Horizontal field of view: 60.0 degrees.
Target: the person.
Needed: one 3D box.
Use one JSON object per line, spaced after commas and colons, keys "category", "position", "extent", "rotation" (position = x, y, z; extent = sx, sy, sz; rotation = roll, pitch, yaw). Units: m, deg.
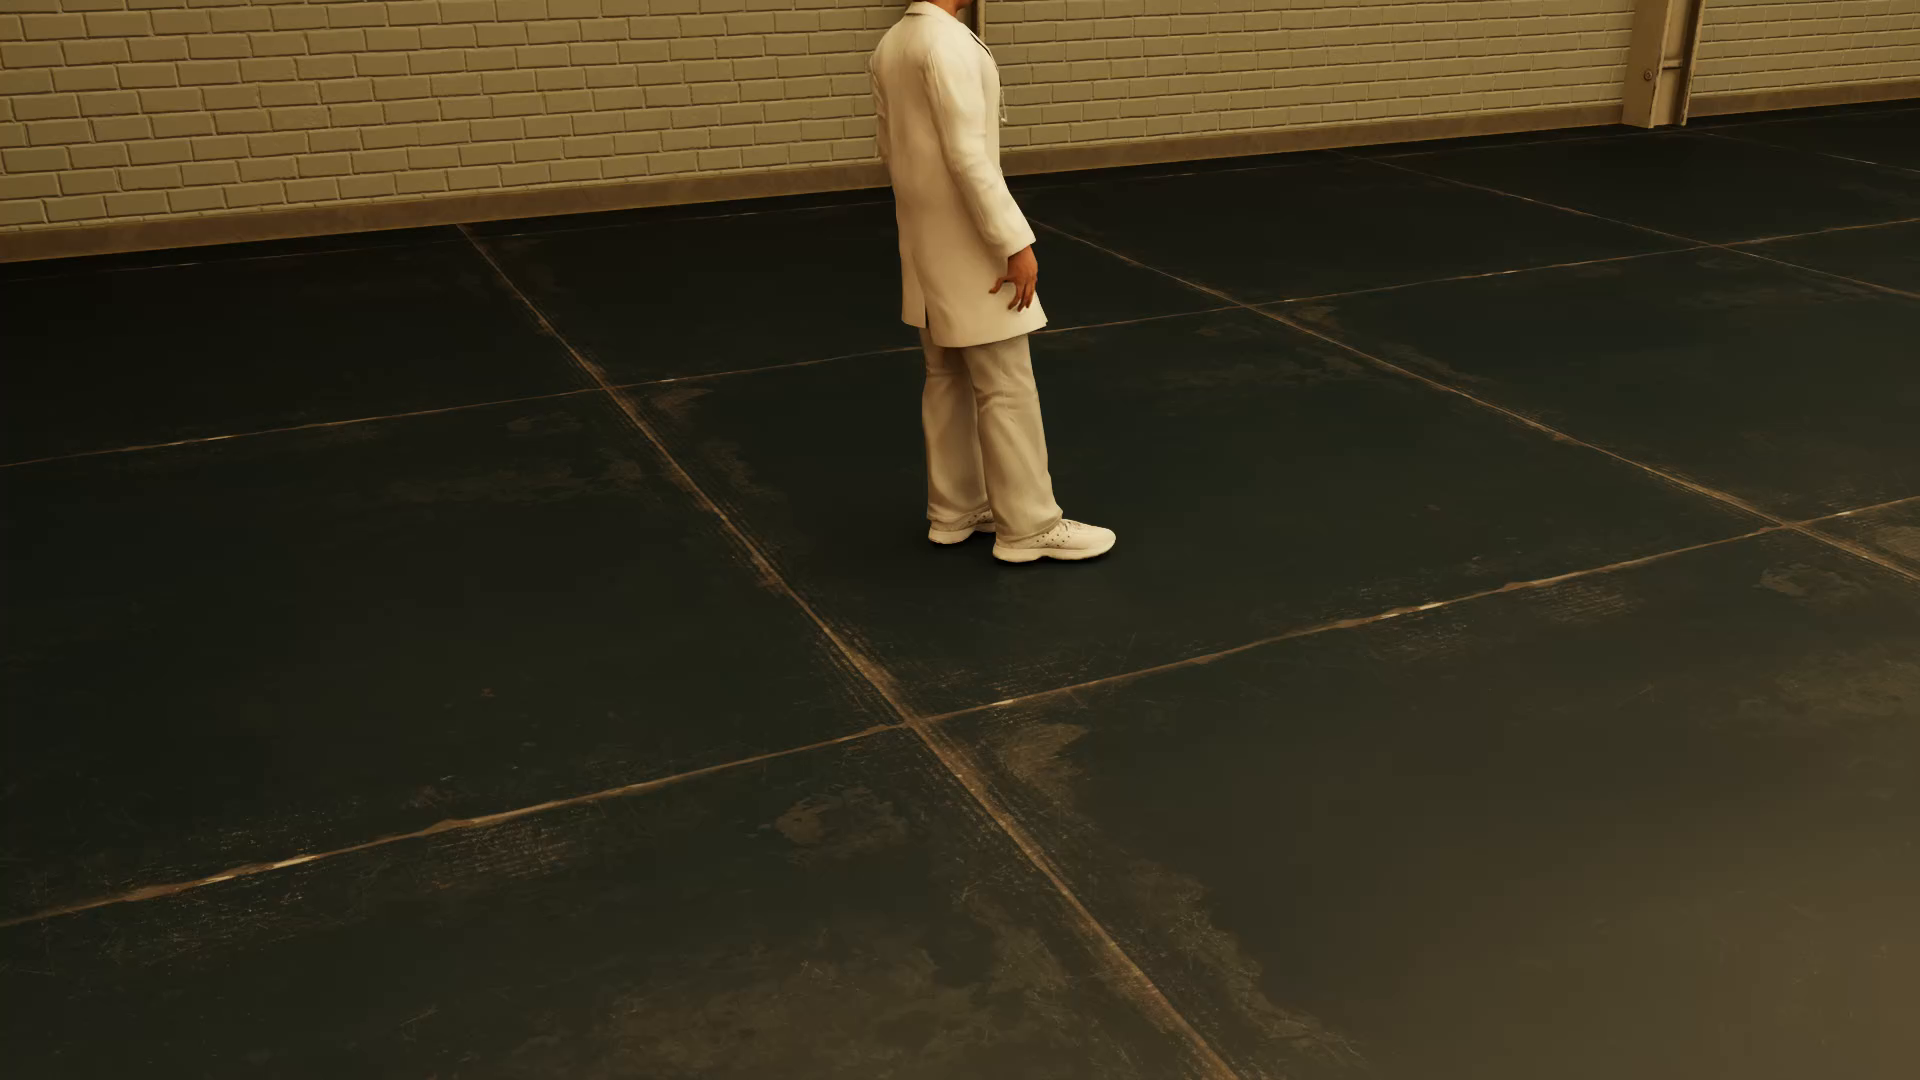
{"category": "person", "position": [0.084, -0.841, 4.796], "extent": [0.578, 1.777, 0.698], "rotation": [-10, 25, -23]}
